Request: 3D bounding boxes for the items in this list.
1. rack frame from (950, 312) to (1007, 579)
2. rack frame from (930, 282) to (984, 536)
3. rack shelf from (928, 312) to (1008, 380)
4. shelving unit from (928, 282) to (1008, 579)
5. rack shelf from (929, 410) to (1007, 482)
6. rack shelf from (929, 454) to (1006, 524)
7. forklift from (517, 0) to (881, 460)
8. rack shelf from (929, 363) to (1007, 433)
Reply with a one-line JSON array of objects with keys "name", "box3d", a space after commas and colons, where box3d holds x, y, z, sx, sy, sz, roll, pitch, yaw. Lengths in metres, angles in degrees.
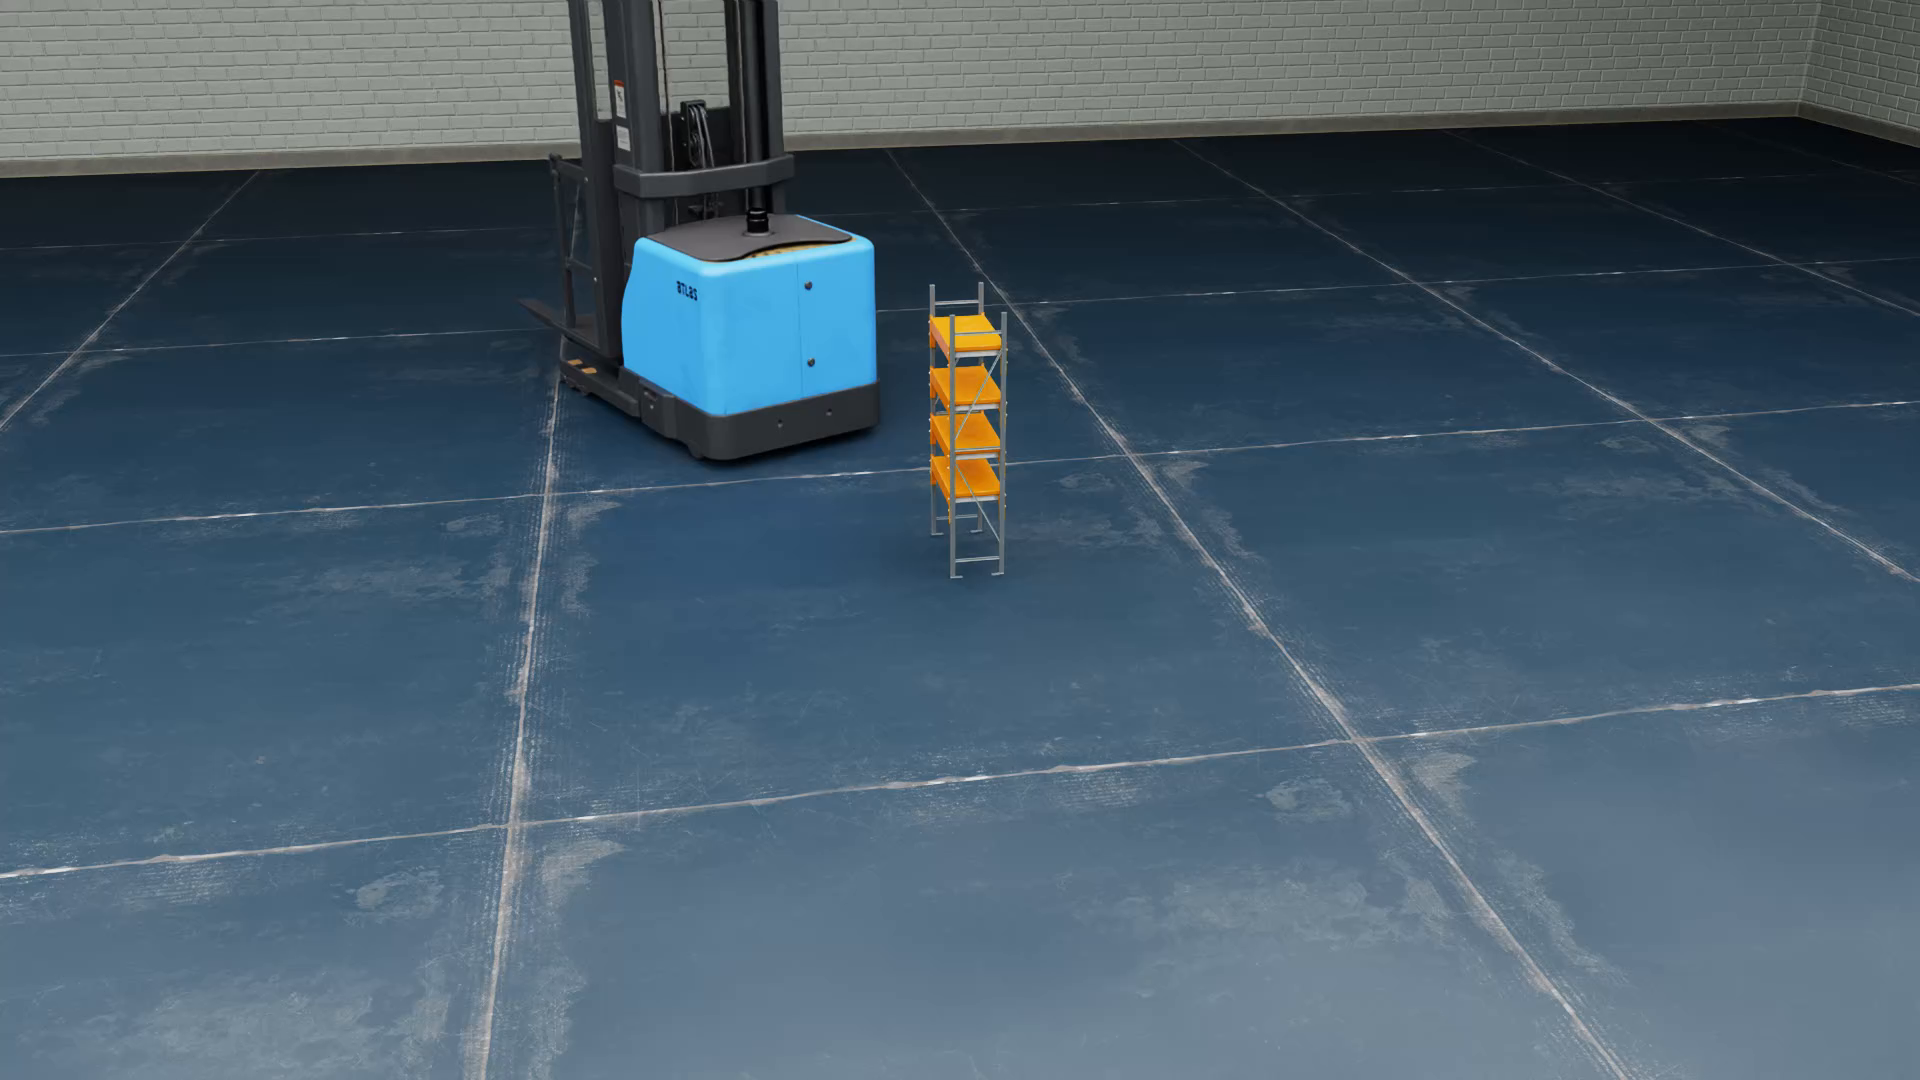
[{"name": "rack frame", "box3d": [0.076, -0.389, 7.141, 0.240, 1.200, 0.015, -4, 24, -10]}, {"name": "rack frame", "box3d": [-0.014, -0.581, 7.581, 0.240, 1.200, 0.015, -4, 24, -10]}, {"name": "rack shelf", "box3d": [0.031, -0.845, 7.204, 0.258, 0.148, 0.480, -4, 24, -10]}, {"name": "shelving unit", "box3d": [0.031, -0.485, 7.361, 0.258, 1.200, 0.503, -4, 24, -10]}, {"name": "rack shelf", "box3d": [0.031, -0.423, 7.388, 0.258, 0.148, 0.480, -4, 24, -10]}, {"name": "rack shelf", "box3d": [0.031, -0.241, 7.467, 0.258, 0.148, 0.480, -4, 24, -10]}, {"name": "forklift", "box3d": [-1.704, -2.281, 9.311, 1.130, 2.935, 3.031, -16, 28, -33]}, {"name": "rack shelf", "box3d": [0.031, -0.628, 7.298, 0.258, 0.148, 0.480, -4, 24, -10]}]
